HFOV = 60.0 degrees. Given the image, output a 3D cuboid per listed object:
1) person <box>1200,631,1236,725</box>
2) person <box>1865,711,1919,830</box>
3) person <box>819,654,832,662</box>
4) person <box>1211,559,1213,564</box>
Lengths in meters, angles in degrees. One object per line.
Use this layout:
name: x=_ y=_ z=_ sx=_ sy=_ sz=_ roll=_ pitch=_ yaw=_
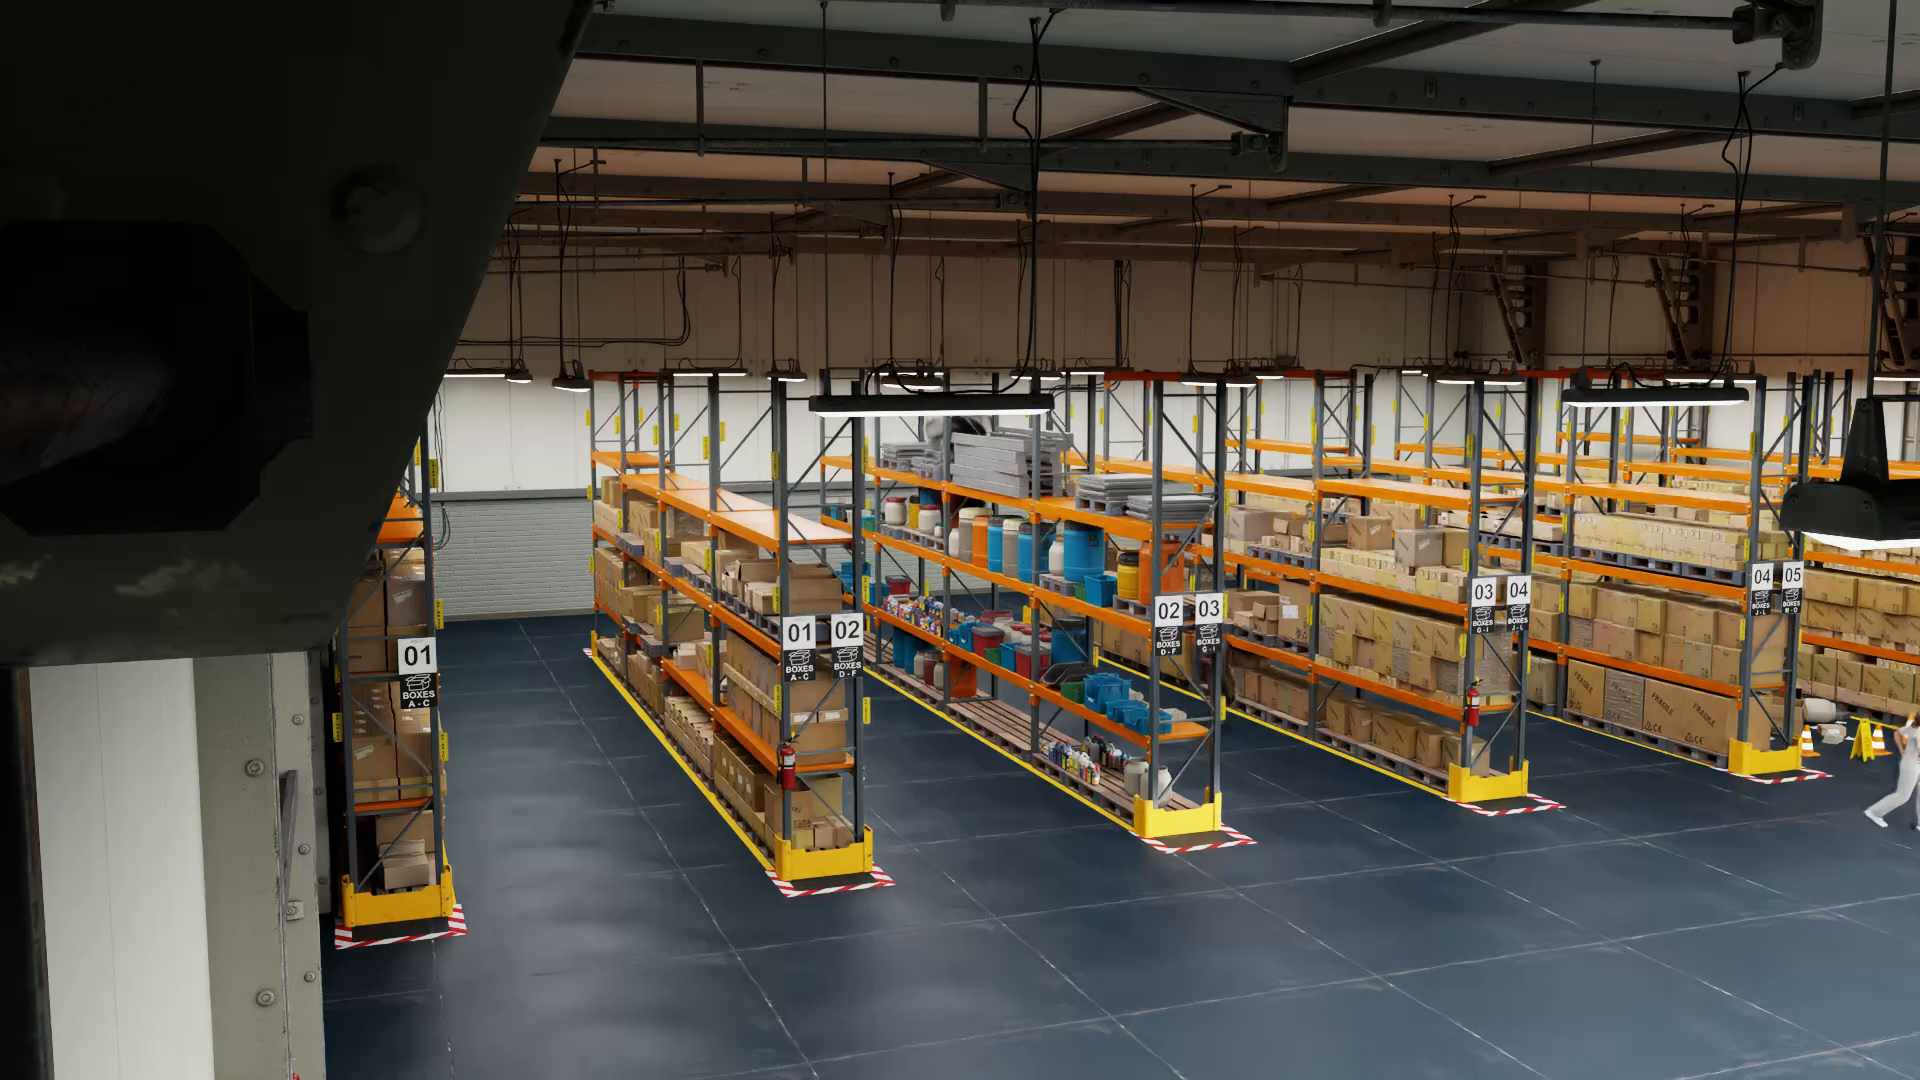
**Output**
person: x=4.432 y=2.311 z=28.262 sx=0.698 sy=1.724 sz=0.633 roll=-3 pitch=7 yaw=-24
person: x=12.514 y=3.082 z=21.964 sx=0.869 sy=1.715 sz=0.581 roll=2 pitch=7 yaw=21
person: x=-2.491 y=2.156 z=30.177 sx=0.576 sy=1.622 sz=0.555 roll=-3 pitch=7 yaw=-23
person: x=6.401 y=0.896 z=41.399 sx=0.600 sy=1.682 sz=0.713 roll=1 pitch=6 yaw=7
